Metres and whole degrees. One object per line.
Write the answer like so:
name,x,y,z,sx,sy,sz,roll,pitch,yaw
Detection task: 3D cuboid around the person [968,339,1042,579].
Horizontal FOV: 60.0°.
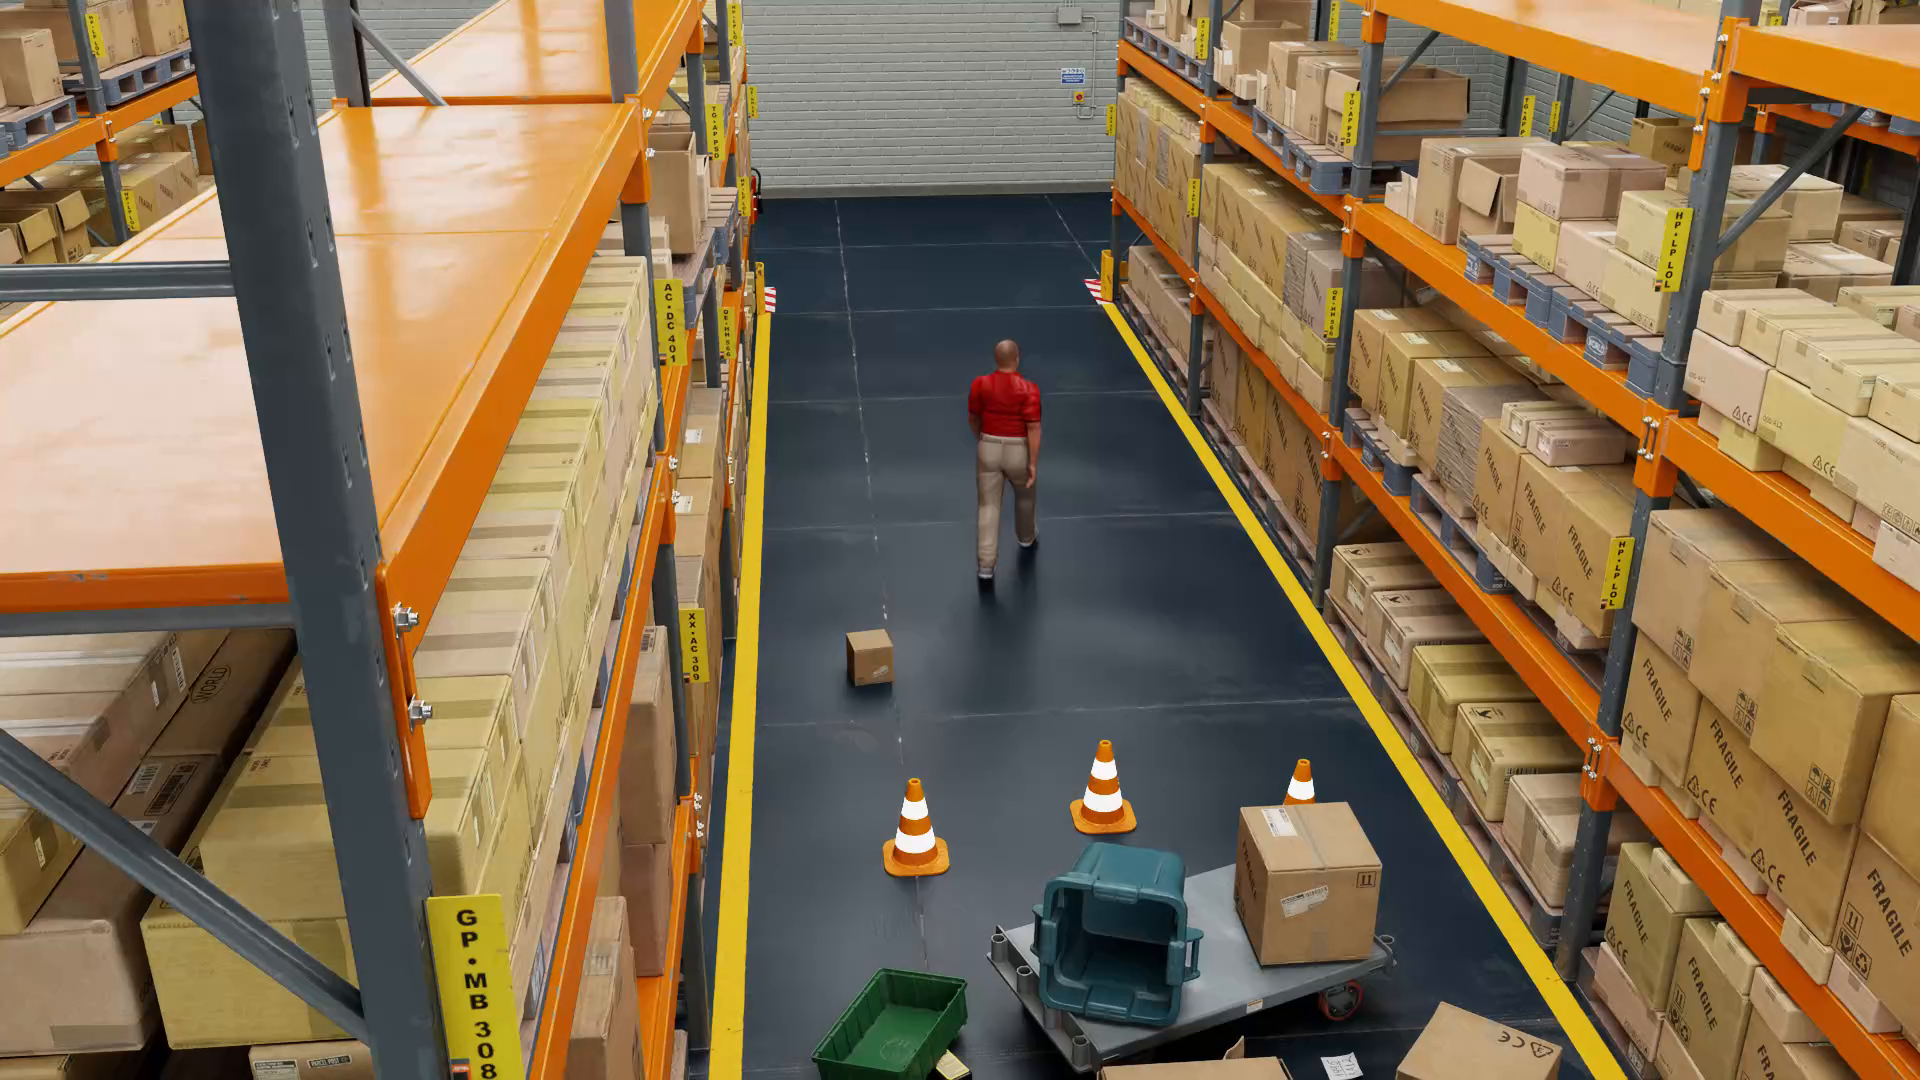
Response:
person,0.327,-0.635,11.785,0.544,1.662,1.071,4,24,10
